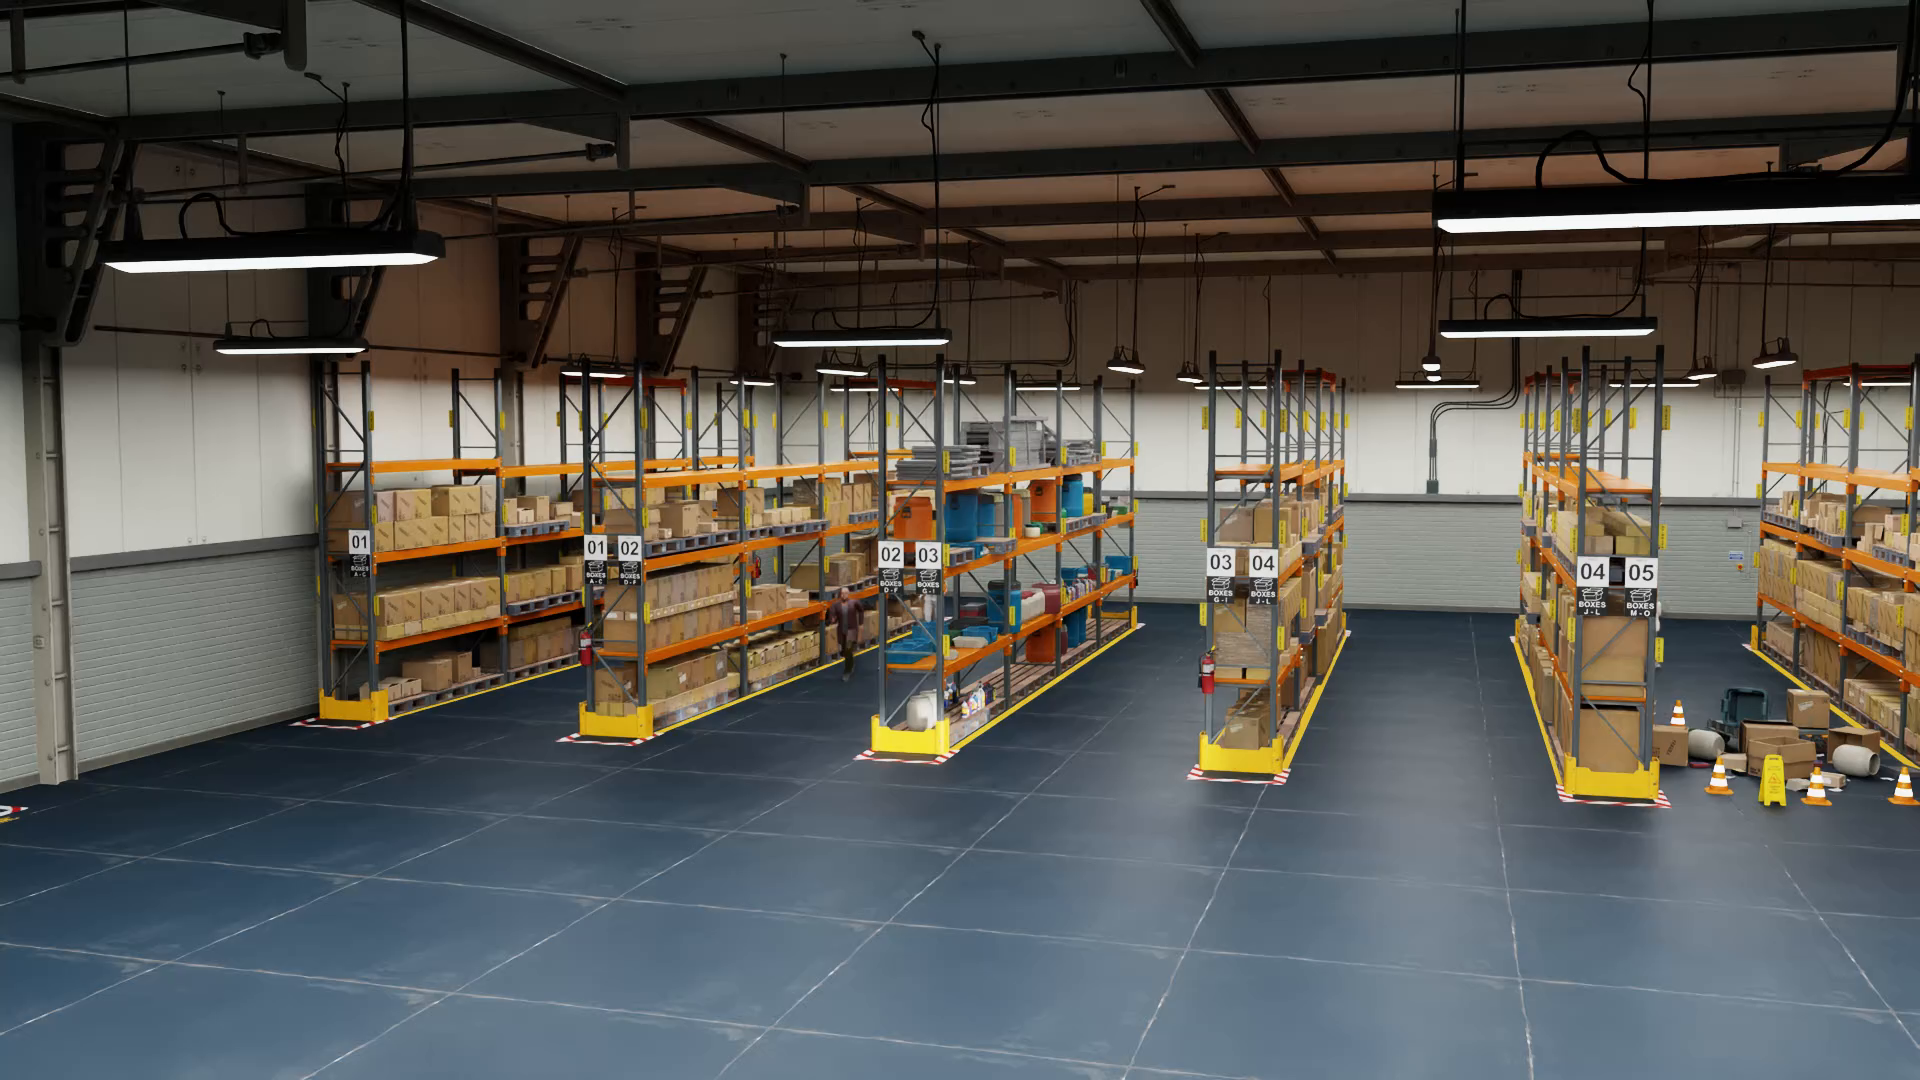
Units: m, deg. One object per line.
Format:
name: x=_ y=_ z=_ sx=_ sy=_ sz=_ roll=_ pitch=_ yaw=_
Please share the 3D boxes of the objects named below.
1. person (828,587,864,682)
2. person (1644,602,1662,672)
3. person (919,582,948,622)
person: x=-2.221 y=1.816 z=32.240 sx=0.598 sy=1.815 sz=1.129 roll=1 pitch=4 yaw=16
person: x=13.645 y=1.791 z=32.989 sx=0.582 sy=1.741 sz=0.826 roll=-1 pitch=4 yaw=-8
person: x=-0.614 y=1.415 z=38.010 sx=0.702 sy=1.804 sz=0.813 roll=1 pitch=4 yaw=10
